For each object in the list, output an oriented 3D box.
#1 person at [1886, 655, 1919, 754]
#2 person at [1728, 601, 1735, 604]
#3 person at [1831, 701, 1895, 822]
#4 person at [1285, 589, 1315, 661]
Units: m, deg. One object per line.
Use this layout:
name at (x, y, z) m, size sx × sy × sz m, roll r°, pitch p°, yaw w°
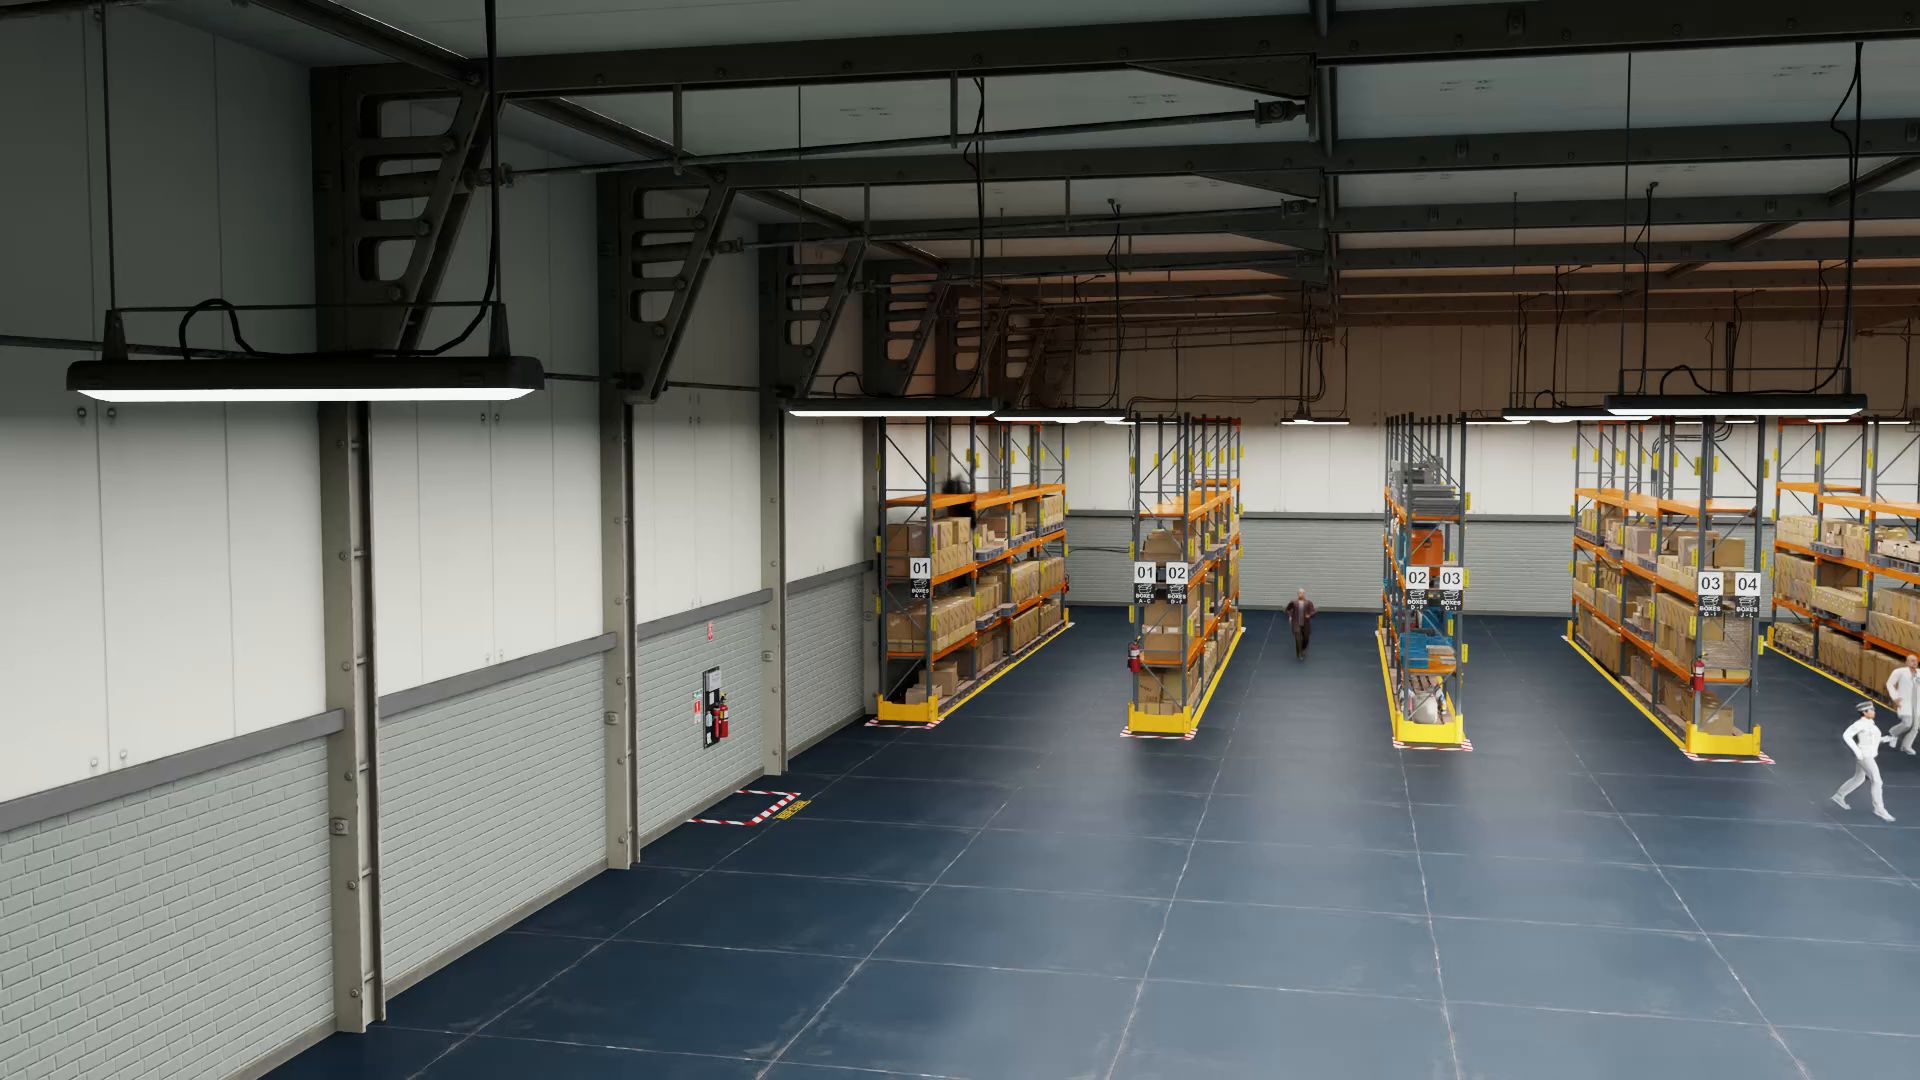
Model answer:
person at (16.713, 2.879, 29.272) m, size 0.726 × 1.742 × 0.624 m, roll 0°, pitch 4°, yaw -1°
person at (19.896, 2.002, 43.225) m, size 0.667 × 1.670 × 0.687 m, roll 2°, pitch 4°, yaw 25°
person at (13.301, 3.208, 24.421) m, size 0.841 × 1.724 × 0.598 m, roll 3°, pitch 5°, yaw 39°
person at (8.376, 2.082, 40.904) m, size 0.720 × 1.746 × 0.913 m, roll 0°, pitch 4°, yaw 6°
